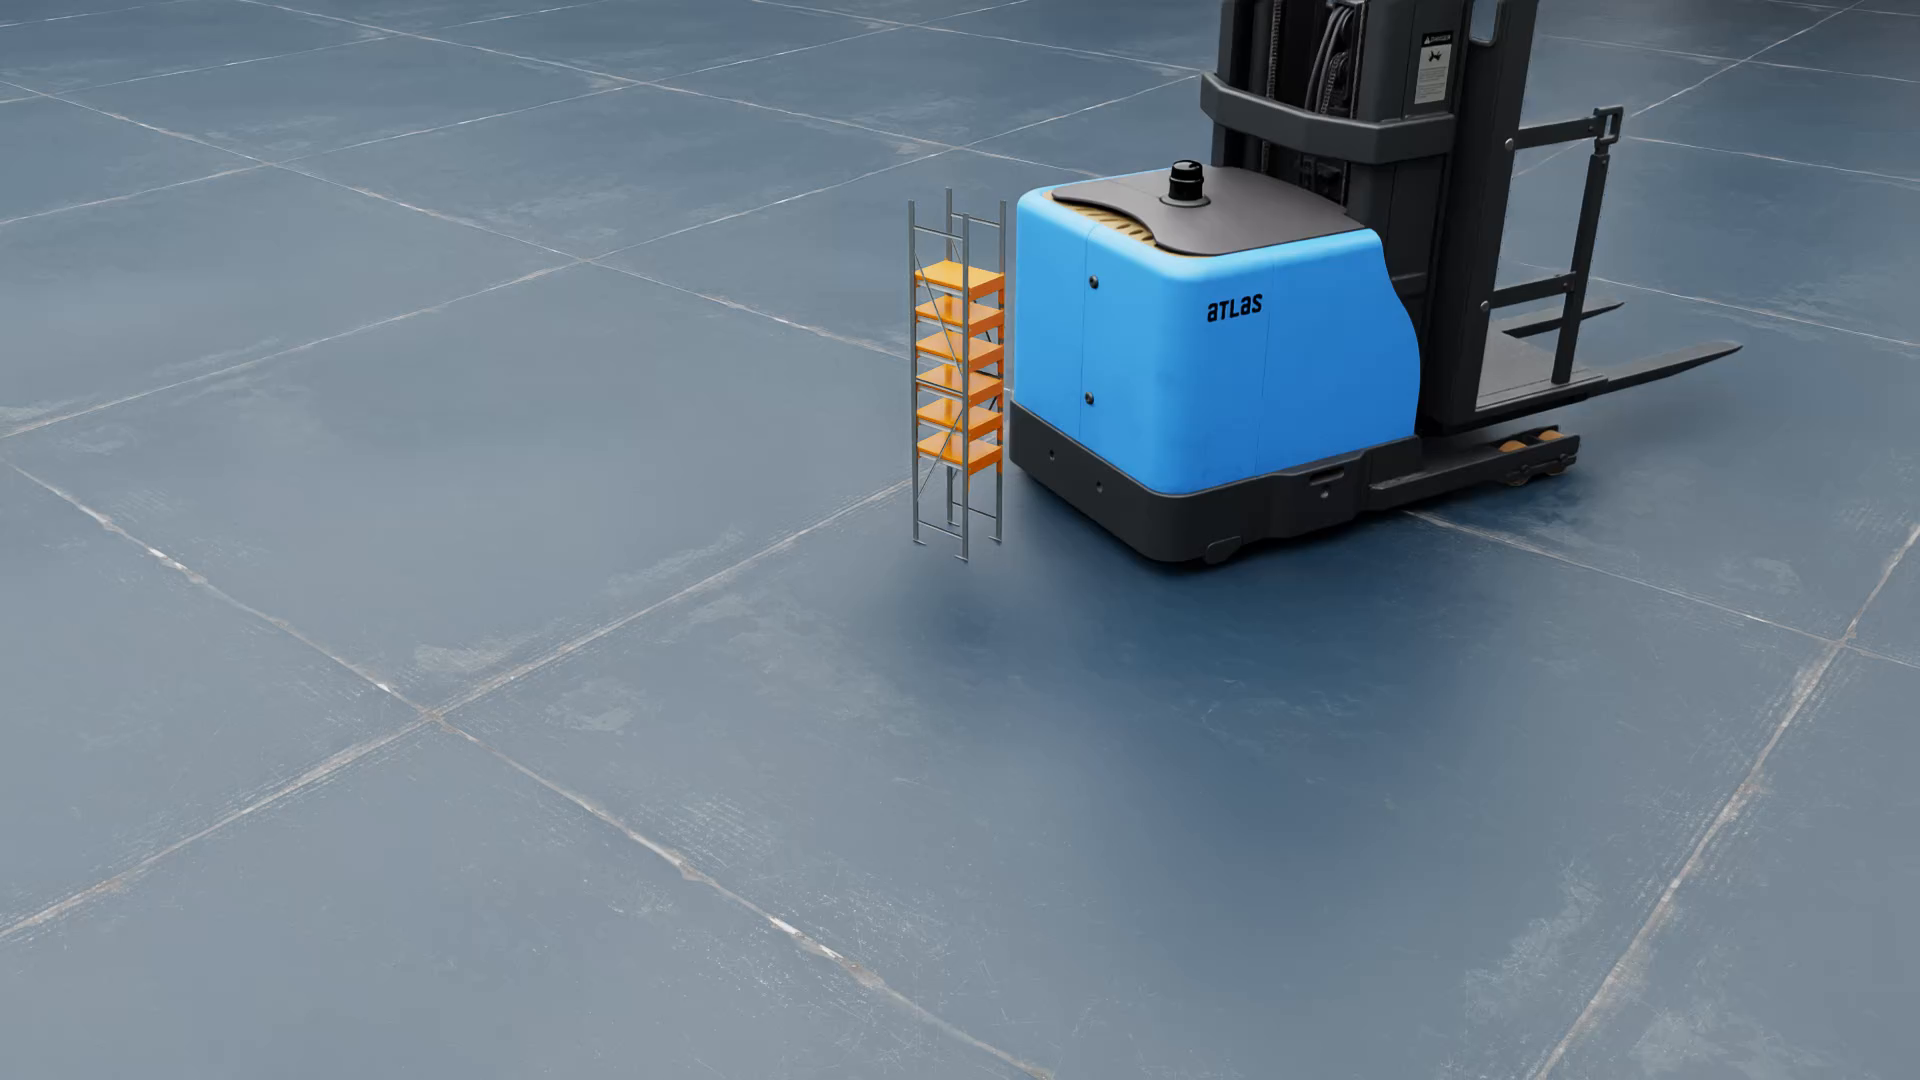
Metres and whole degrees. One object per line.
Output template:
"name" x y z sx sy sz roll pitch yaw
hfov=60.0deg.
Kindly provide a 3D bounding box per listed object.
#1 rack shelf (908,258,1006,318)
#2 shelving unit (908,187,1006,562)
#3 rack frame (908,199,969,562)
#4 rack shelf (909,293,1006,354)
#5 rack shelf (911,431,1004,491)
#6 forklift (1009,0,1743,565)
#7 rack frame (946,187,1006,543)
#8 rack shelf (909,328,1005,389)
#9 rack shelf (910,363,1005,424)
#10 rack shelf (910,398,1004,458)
"rack shelf" -0.009 -0.808 5.319 0.258 0.103 0.180 21 34 34
"shelving unit" -0.009 -0.528 5.464 0.258 1.200 0.189 21 34 34
"rack frame" -0.067 -0.495 5.402 0.240 1.200 0.006 21 34 34
"rack shelf" -0.009 -0.701 5.375 0.258 0.103 0.180 21 34 34
"rack shelf" -0.009 -0.275 5.595 0.258 0.103 0.180 21 34 34
"forklift" 1.722 -1.695 5.838 3.031 2.935 1.130 -14 31 -26
"rack frame" 0.049 -0.560 5.527 0.240 1.200 0.006 21 34 34
"rack shelf" -0.009 -0.595 5.430 0.258 0.103 0.180 21 34 34
"rack shelf" -0.009 -0.488 5.485 0.258 0.103 0.180 21 34 34
"rack shelf" -0.009 -0.382 5.540 0.258 0.103 0.180 21 34 34
